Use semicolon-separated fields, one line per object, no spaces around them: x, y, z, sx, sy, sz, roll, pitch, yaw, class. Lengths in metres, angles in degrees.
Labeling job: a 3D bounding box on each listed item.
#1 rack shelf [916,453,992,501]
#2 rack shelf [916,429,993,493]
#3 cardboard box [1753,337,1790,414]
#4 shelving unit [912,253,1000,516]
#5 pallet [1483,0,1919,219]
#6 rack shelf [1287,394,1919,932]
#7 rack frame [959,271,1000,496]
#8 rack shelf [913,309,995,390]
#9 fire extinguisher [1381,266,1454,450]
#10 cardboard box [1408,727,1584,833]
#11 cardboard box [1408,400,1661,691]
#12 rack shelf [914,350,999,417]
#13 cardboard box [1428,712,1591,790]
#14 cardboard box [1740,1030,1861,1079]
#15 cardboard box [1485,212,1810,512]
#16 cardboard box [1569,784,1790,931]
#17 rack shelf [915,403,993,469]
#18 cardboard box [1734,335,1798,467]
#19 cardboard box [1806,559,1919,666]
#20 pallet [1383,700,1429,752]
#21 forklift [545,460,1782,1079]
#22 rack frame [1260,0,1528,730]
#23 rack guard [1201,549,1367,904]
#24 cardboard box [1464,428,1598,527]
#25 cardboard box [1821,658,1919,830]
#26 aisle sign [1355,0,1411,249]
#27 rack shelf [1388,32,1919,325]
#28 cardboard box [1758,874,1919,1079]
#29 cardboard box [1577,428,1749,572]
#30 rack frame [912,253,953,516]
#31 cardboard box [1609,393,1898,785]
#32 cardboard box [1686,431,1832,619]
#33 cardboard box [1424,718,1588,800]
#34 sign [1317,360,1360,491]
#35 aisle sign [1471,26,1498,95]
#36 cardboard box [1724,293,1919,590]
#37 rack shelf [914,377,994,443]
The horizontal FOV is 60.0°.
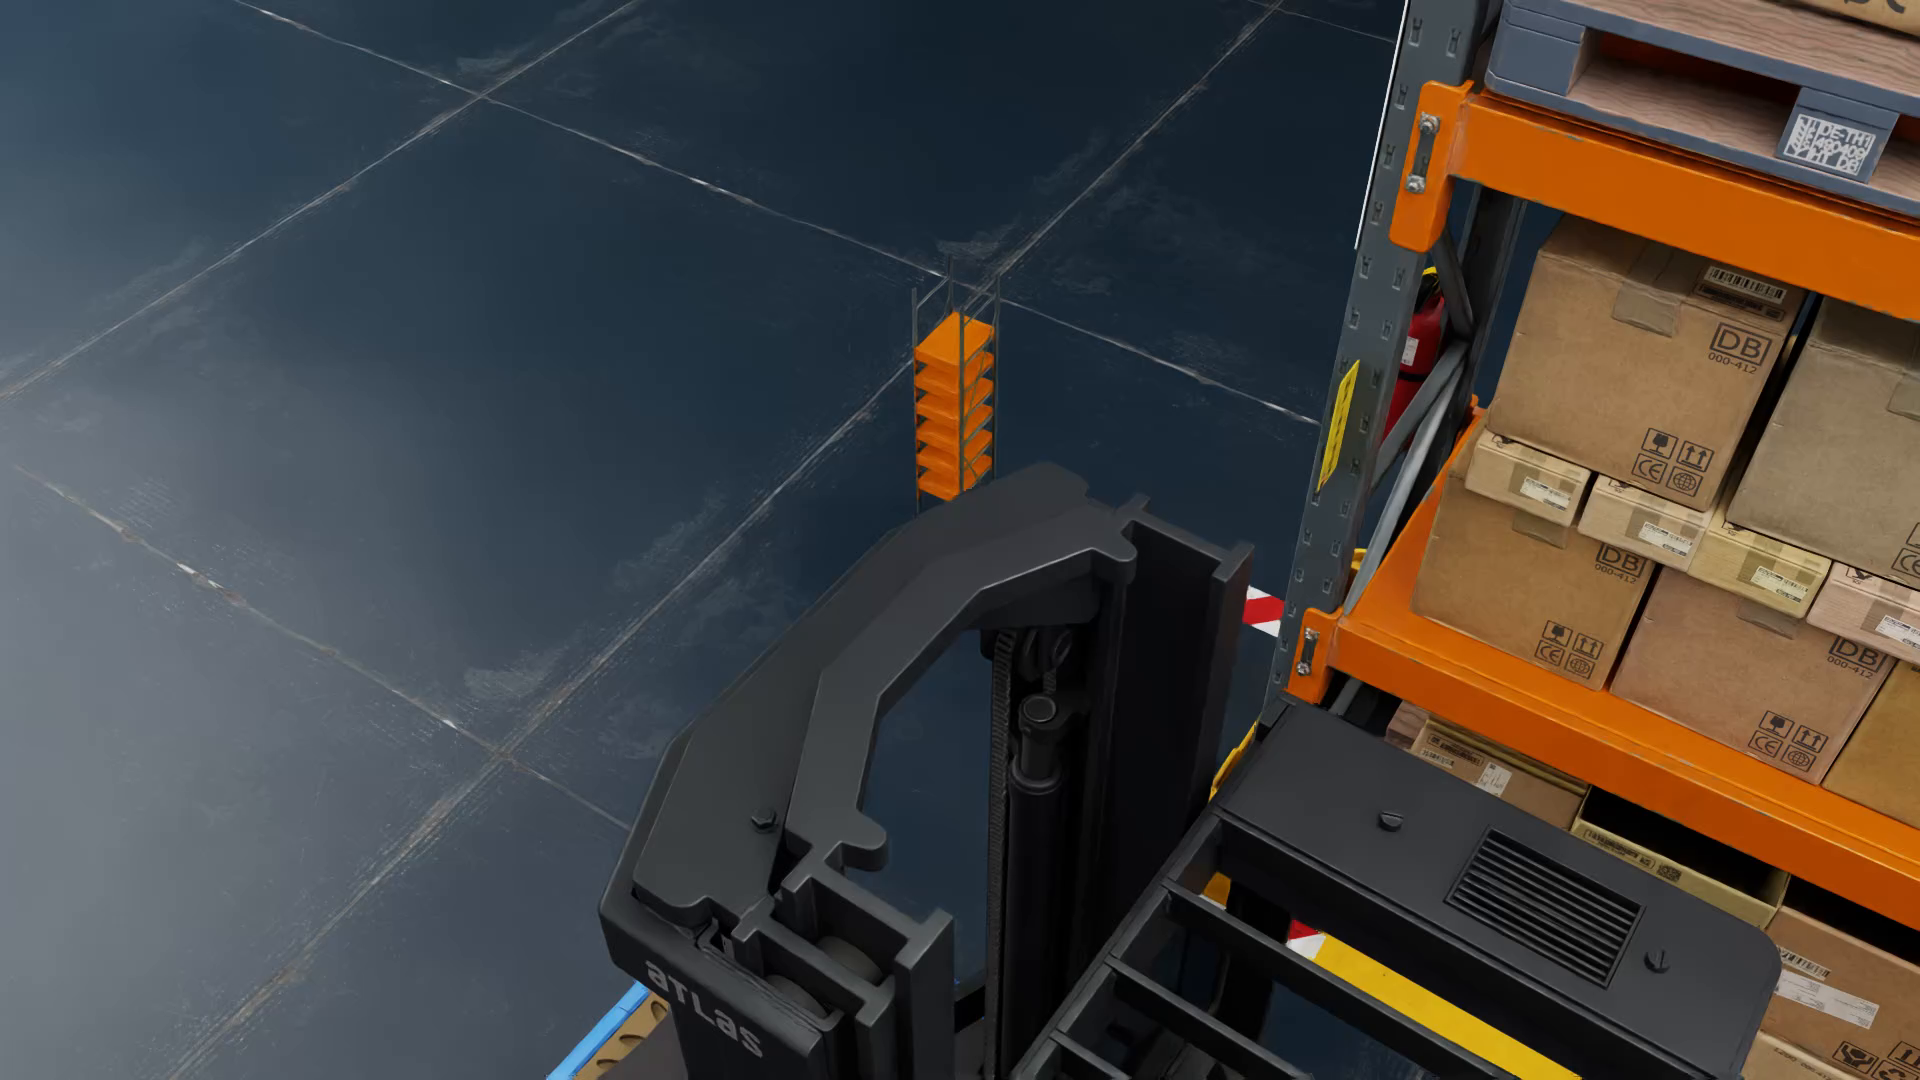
-0.012;-0.226;6.029;0.180;0.103;0.258;25;51;22;rack shelf
-0.012;-0.309;5.943;0.180;0.103;0.258;25;51;22;rack shelf
1.802;-0.385;4.011;0.250;0.149;0.380;26;51;23;cardboard box
-0.012;-0.424;5.825;0.189;1.200;0.258;25;51;22;shelving unit
1.738;-0.983;3.084;1.213;0.211;1.003;25;51;22;pallet
2.840;0.767;3.914;4.000;0.370;1.077;25;51;22;rack shelf
0.065;-0.388;5.791;0.006;1.200;0.240;25;51;22;rack frame
-0.012;-0.644;5.599;0.180;0.103;0.258;25;51;22;rack shelf
1.308;-0.557;4.754;0.183;0.674;0.296;25;51;22;fire extinguisher
1.488;0.896;4.912;0.500;0.250;0.500;25;51;22;cardboard box
1.542;-0.104;4.190;0.500;0.500;0.700;25;51;22;cardboard box
-0.012;-0.560;5.685;0.180;0.103;0.258;25;51;22;rack shelf
1.768;0.321;4.948;0.500;0.500;0.500;25;51;22;cardboard box
2.331;1.281;4.538;0.500;0.250;0.500;25;51;22;cardboard box
1.587;-0.536;3.705;0.500;0.500;0.700;25;51;22;cardboard box
1.910;0.827;4.456;0.500;0.500;0.500;25;51;22;cardboard box
-0.012;-0.393;5.857;0.180;0.103;0.258;25;51;22;rack shelf
2.017;-0.286;3.915;0.250;0.149;0.380;24;50;22;cardboard box
2.015;0.060;3.578;0.250;0.149;0.380;24;50;22;cardboard box
1.823;0.985;5.146;1.213;0.211;1.003;25;51;22;pallet
0.435;1.387;2.859;3.031;2.935;1.130;27;52;24;forklift
1.156;-0.258;4.409;0.127;3.000;1.000;25;51;22;rack frame
1.136;0.604;5.314;0.348;0.500;1.175;25;51;22;rack guard
1.370;-0.237;3.866;0.250;0.149;0.380;24;51;22;cardboard box
2.402;0.292;3.805;0.500;0.500;0.700;25;51;22;cardboard box
0.936;-1.004;3.322;0.004;0.787;0.394;25;51;22;aisle sign
2.840;-0.278;2.839;4.000;0.370;1.077;25;51;22;rack shelf
2.337;1.013;4.276;0.500;0.500;0.500;25;51;22;cardboard box
1.594;-0.136;3.769;0.250;0.149;0.380;23;50;21;cardboard box
-0.089;-0.459;5.860;0.006;1.200;0.240;25;51;22;rack frame
1.987;0.096;3.995;0.500;0.500;0.700;26;51;23;cardboard box
1.803;-0.039;3.674;0.250;0.149;0.380;25;51;22;cardboard box
1.767;0.583;5.216;0.500;0.250;0.500;25;51;22;cardboard box
0.852;-0.254;3.747;0.005;0.325;0.100;25;51;22;sign
1.260;-1.366;3.674;0.004;0.787;0.394;25;51;22;aisle sign
2.033;-0.335;3.510;0.500;0.500;0.700;23;50;21;cardboard box
-0.012;-0.476;5.771;0.180;0.103;0.258;25;51;22;rack shelf
